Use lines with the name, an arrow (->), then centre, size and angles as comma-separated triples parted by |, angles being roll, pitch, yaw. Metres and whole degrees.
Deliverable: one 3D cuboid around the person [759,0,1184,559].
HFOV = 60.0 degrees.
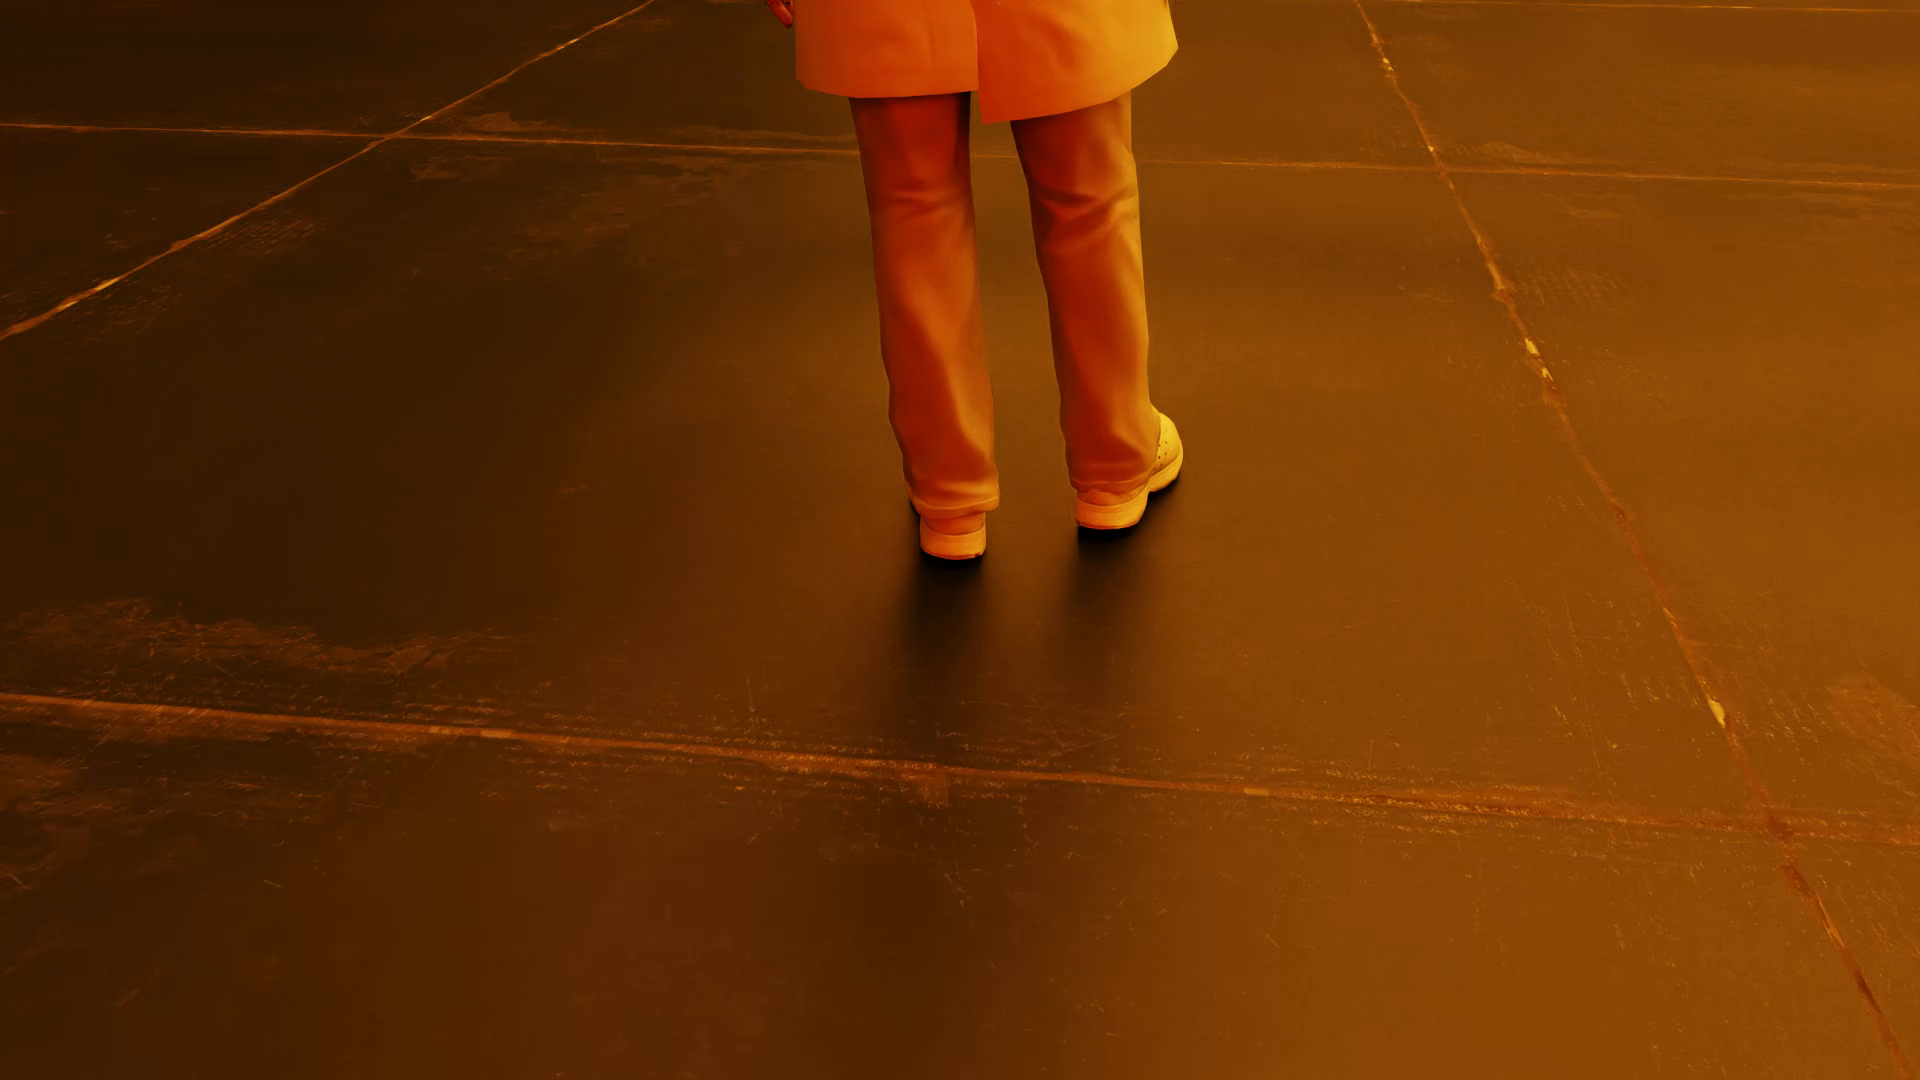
person -> 0.017, -0.751, 2.225 | 0.694, 1.574, 0.581 | 3, 27, 7
